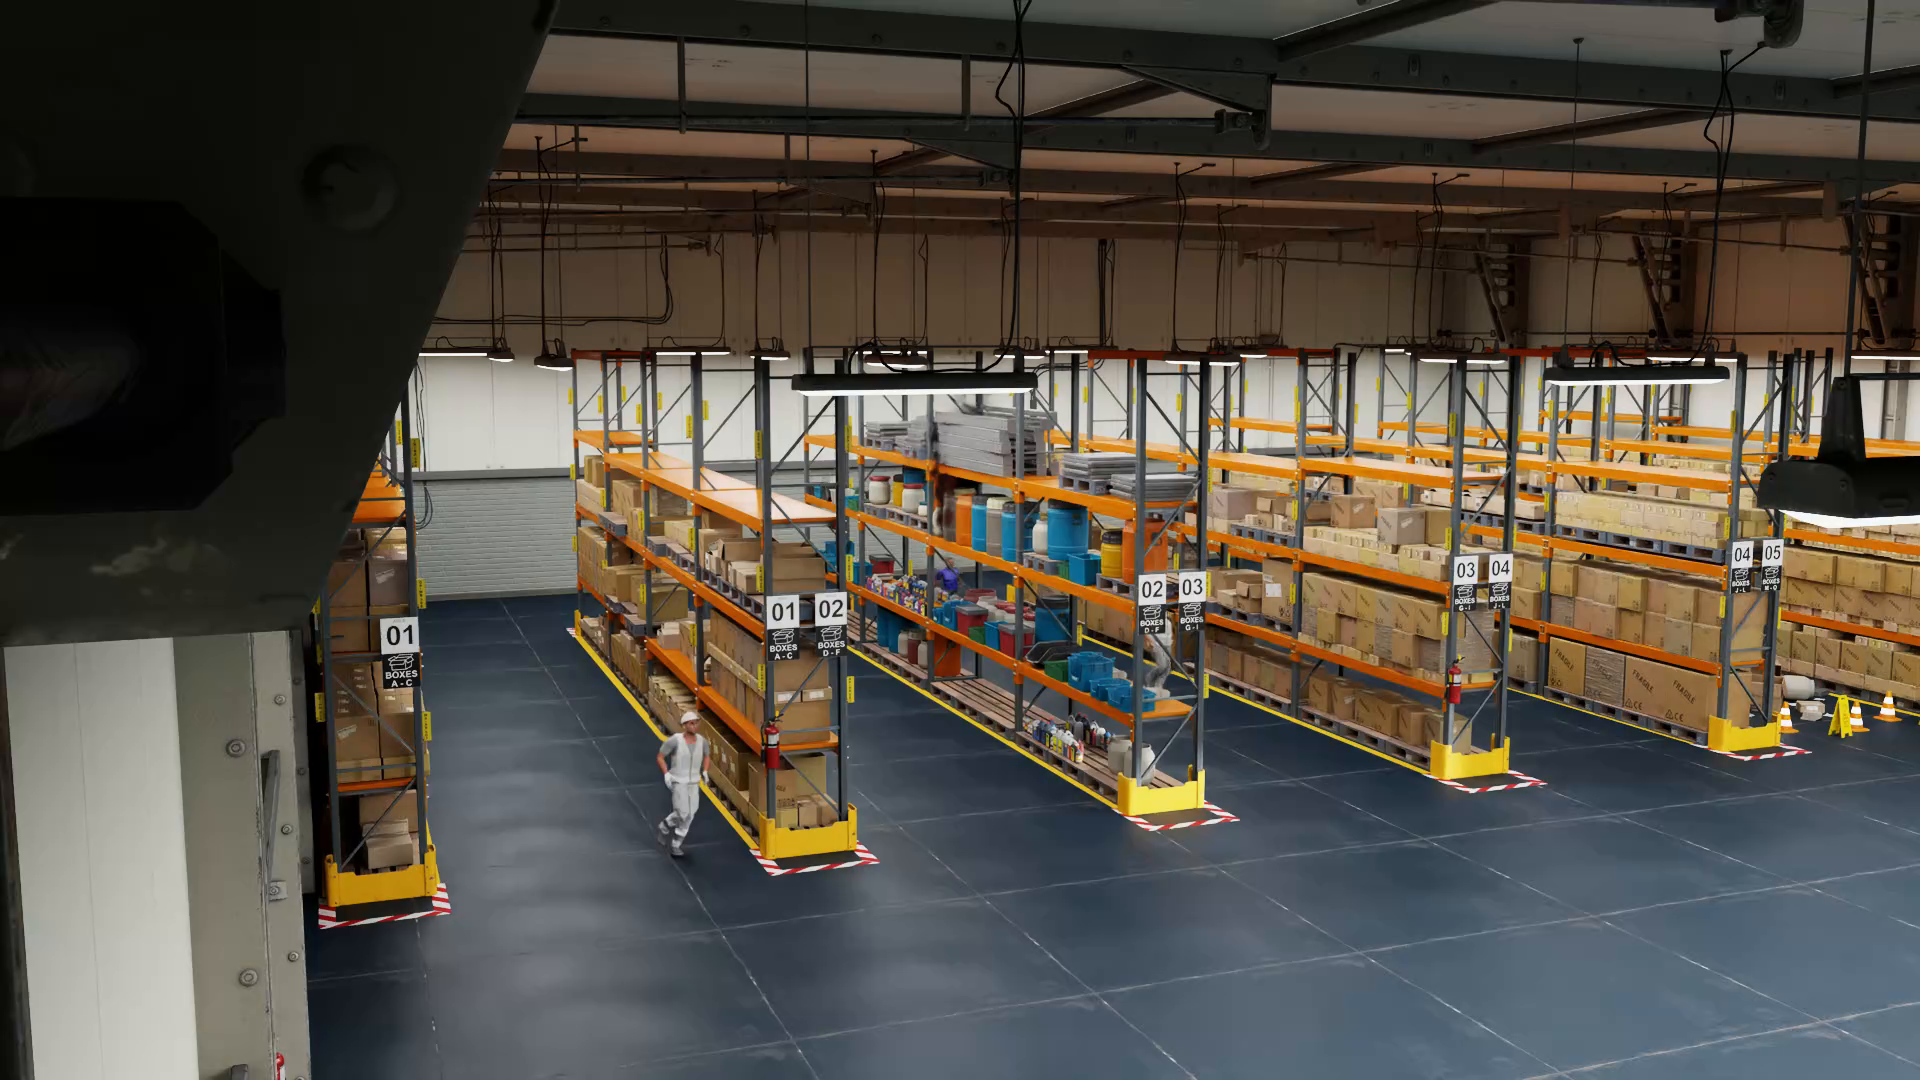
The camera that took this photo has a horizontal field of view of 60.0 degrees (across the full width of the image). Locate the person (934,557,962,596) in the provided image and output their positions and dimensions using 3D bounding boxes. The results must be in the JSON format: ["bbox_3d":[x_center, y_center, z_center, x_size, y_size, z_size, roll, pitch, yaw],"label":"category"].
[{"bbox_3d":[-0.235,1.186,34.943,0.560,1.662,0.879,-3,8,-20],"label":"person"}]

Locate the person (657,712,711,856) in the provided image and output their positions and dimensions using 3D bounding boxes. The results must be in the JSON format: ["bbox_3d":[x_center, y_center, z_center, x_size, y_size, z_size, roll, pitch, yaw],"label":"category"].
[{"bbox_3d":[-3.326,2.955,20.295,0.667,1.732,0.569,-5,9,-38],"label":"person"}]

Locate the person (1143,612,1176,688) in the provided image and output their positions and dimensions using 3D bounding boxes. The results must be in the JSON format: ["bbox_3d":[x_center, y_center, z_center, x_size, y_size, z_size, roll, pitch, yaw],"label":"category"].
[{"bbox_3d":[3.372,1.769,27.910,0.607,1.622,0.501,-5,9,-36],"label":"person"}]
